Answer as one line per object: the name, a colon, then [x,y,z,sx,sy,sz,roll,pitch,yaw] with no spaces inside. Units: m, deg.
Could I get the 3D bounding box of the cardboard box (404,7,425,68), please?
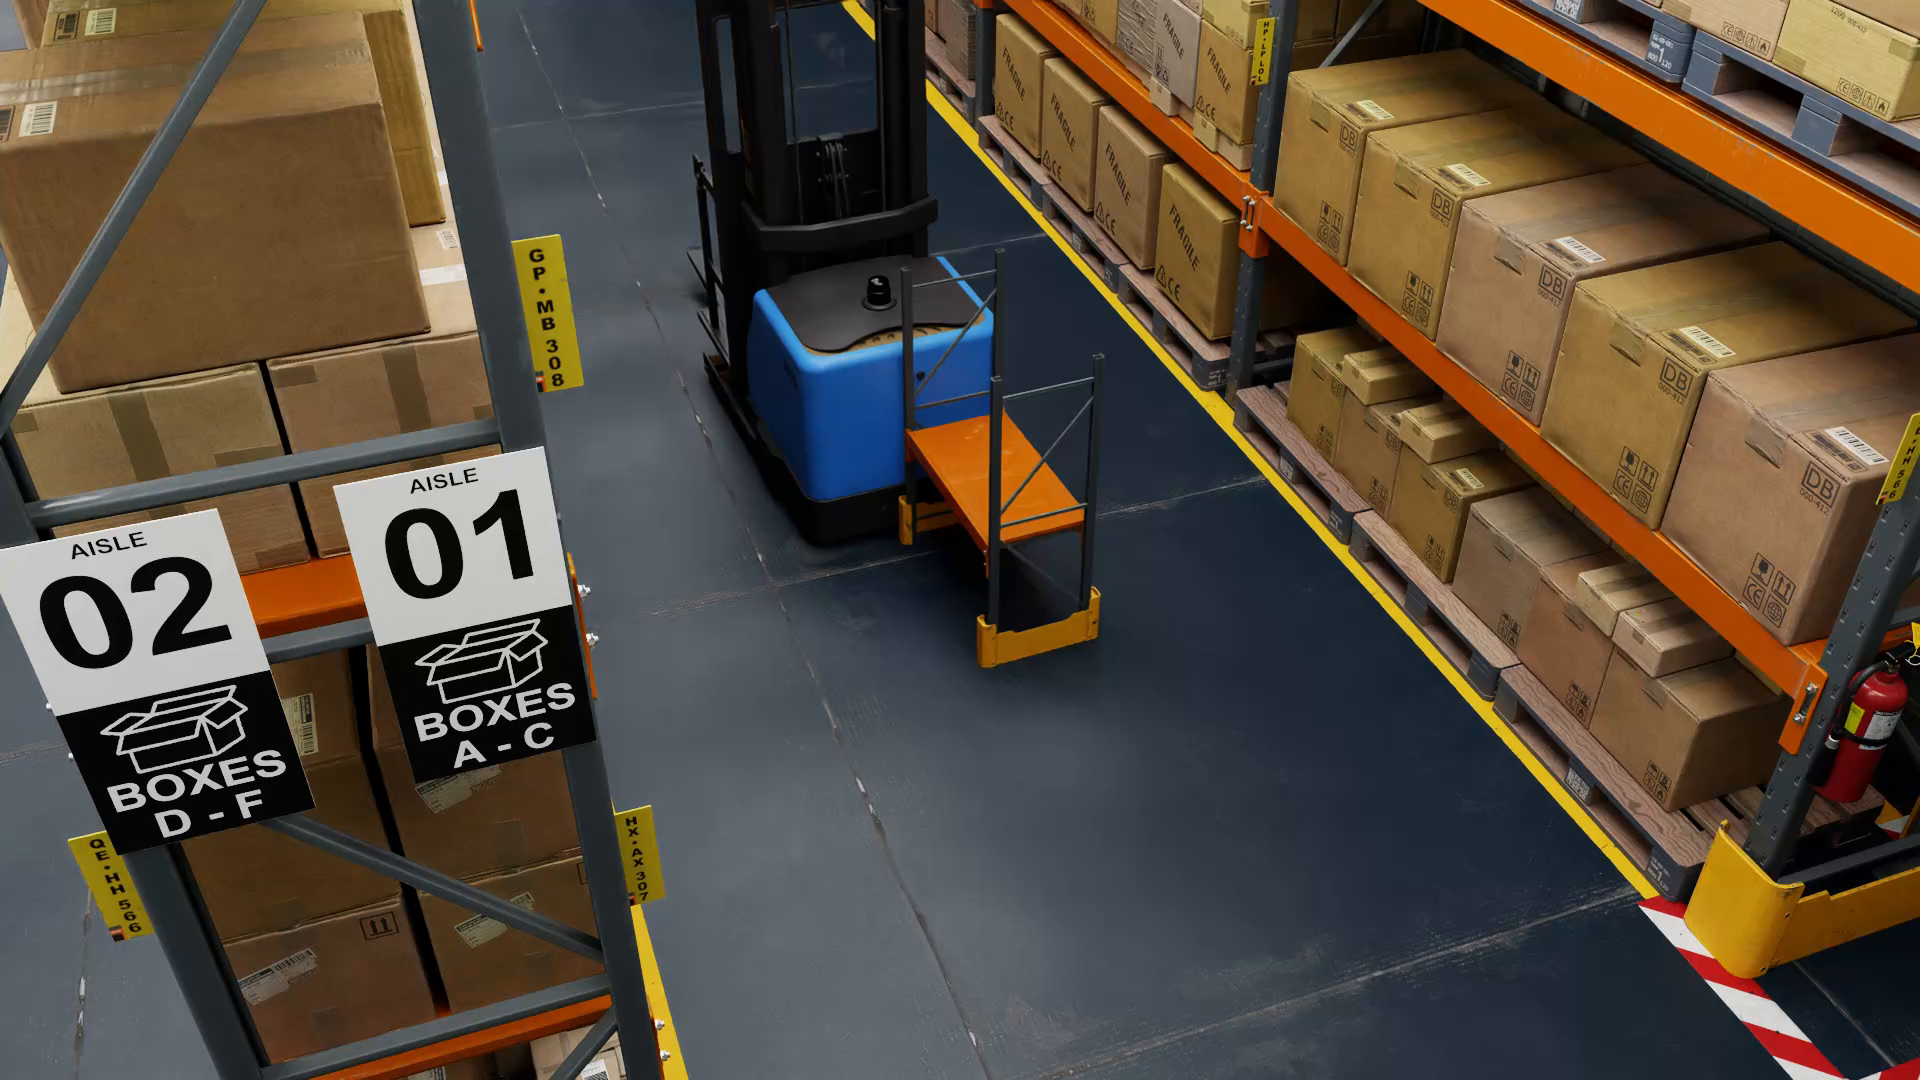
cardboard box: [-1.740,-1.296,4.754,0.500,0.250,0.500,-12,39,-16]

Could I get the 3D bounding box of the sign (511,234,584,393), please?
sign: [-0.787,-0.425,3.162,0.100,0.325,0.005,-12,39,-16]

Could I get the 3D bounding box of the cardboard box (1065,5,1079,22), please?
cardboard box: [0.887,-3.413,10.541,0.380,0.149,0.250,-12,39,-15]

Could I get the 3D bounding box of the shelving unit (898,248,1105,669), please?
shelving unit: [0.168,-0.379,7.567,0.587,1.500,1.083,-14,39,-18]

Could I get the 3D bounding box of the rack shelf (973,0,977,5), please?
rack shelf: [-0.088,-5.155,13.259,1.077,0.370,4.000,-12,39,-16]

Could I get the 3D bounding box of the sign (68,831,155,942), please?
sign: [-1.824,0.749,3.598,0.100,0.325,0.005,-12,39,-16]

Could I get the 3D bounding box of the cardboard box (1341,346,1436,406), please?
cardboard box: [2.085,-0.807,8.077,0.380,0.149,0.250,-11,38,-14]

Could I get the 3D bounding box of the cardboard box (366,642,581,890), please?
cardboard box: [-1.201,0.490,4.253,0.500,0.500,0.500,-11,38,-15]

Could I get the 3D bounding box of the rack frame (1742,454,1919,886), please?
rack frame: [3.354,0.207,5.543,1.000,3.000,0.127,-12,39,-16]

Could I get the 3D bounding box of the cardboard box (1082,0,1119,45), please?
cardboard box: [1.055,-3.281,9.826,0.500,0.500,0.500,-11,38,-15]

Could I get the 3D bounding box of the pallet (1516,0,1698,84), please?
pallet: [2.665,-2.063,6.137,1.003,0.211,1.213,-12,39,-16]

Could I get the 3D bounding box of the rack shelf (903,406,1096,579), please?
rack shelf: [0.164,-0.240,7.682,0.538,0.185,1.000,-14,39,-18]

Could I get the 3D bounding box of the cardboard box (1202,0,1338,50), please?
cardboard box: [1.576,-2.730,8.472,0.500,0.250,0.500,-12,38,-15]

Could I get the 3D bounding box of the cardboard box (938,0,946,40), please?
cardboard box: [0.236,-4.201,13.106,0.700,0.500,0.500,-13,39,-16]

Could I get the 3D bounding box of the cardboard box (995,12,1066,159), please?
cardboard box: [0.730,-3.179,11.476,0.750,0.750,0.750,-13,39,-17]

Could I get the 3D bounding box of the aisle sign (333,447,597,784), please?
aisle sign: [-0.997,0.174,3.426,0.394,0.787,0.004,-12,39,-16]

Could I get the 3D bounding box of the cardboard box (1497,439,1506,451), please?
cardboard box: [2.635,-0.572,7.766,0.380,0.149,0.250,-12,39,-15]

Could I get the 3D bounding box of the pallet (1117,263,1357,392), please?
pallet: [1.641,-1.360,9.940,1.003,0.211,1.213,-12,39,-16]

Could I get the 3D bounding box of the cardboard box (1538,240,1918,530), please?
cardboard box: [2.908,-0.608,6.375,0.980,0.700,0.700,-13,39,-16]

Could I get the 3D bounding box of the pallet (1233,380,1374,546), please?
pallet: [2.165,-0.493,8.790,1.003,0.211,1.213,-12,39,-16]

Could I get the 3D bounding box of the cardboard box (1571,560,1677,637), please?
cardboard box: [2.715,0.224,6.709,0.380,0.149,0.250,-11,38,-15]

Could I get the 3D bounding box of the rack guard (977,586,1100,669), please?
rack guard: [0.358,0.398,7.575,0.587,0.250,0.087,-14,39,-18]

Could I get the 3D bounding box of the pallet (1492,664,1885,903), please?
pallet: [3.005,0.885,6.960,1.003,0.211,1.213,-12,39,-16]

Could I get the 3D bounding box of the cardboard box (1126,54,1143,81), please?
cardboard box: [1.199,-2.820,9.753,0.380,0.149,0.250,-13,39,-17]

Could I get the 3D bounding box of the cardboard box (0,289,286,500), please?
cardboard box: [-1.713,-0.341,3.486,0.500,0.250,0.500,-12,39,-16]

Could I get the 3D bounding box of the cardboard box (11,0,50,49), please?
cardboard box: [-1.854,-1.250,4.070,0.700,0.500,0.500,-12,39,-16]

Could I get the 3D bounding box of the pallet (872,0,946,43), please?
pallet: [-0.083,-4.329,13.882,1.003,0.211,1.213,-12,39,-16]

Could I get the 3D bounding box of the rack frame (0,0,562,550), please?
rack frame: [-1.296,-1.162,2.374,1.000,3.000,0.127,-12,39,-16]

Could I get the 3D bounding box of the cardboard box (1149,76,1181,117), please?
cardboard box: [1.293,-2.523,9.360,0.380,0.149,0.250,-12,39,-16]

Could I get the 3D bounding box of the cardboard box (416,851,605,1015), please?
cardboard box: [-1.201,0.889,4.554,0.500,0.500,0.500,-12,39,-15]

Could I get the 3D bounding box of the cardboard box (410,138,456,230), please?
cardboard box: [-1.394,-0.732,4.005,0.500,0.250,0.500,-12,39,-16]

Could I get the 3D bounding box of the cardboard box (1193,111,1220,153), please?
cardboard box: [1.486,-2.231,8.971,0.380,0.149,0.250,-12,39,-15]

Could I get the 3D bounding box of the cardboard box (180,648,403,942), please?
cardboard box: [-1.708,0.600,4.106,0.500,0.500,0.500,-13,39,-16]

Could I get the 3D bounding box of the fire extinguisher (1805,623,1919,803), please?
fire extinguisher: [2.972,0.567,5.439,0.296,0.674,0.183,-12,39,-16]

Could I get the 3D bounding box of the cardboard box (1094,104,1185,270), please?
cardboard box: [1.323,-2.204,10.181,0.750,0.750,0.750,-11,38,-15]

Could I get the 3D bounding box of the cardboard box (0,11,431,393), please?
cardboard box: [-1.488,-0.690,3.326,0.700,0.500,0.500,-12,39,-16]

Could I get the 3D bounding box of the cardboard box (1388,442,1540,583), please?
cardboard box: [2.482,-0.204,7.816,0.700,0.500,0.500,-12,39,-15]

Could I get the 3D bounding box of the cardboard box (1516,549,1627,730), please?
cardboard box: [2.846,0.380,7.041,0.700,0.500,0.500,-13,39,-16]

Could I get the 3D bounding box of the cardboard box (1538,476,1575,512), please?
cardboard box: [2.812,-0.283,7.383,0.380,0.149,0.250,-12,39,-15]

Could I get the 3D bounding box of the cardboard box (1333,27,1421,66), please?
cardboard box: [2.055,-2.532,8.832,0.500,0.500,0.500,-14,39,-17]

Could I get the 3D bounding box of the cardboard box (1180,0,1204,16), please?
cardboard box: [1.409,-3.021,8.858,0.500,0.250,0.500,-12,39,-15]

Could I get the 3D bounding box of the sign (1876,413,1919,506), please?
sign: [2.839,-0.246,4.985,0.100,0.325,0.005,-12,39,-16]

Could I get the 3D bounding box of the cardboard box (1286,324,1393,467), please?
cardboard box: [2.138,-0.779,8.580,0.700,0.500,0.500,-12,39,-15]

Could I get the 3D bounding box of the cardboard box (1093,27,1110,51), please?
cardboard box: [1.034,-3.122,10.154,0.380,0.149,0.250,-12,39,-16]

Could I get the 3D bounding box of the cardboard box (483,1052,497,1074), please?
cardboard box: [-1.770,1.687,5.567,0.380,0.166,0.250,-12,39,-16]

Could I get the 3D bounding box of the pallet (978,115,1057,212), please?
pallet: [0.801,-2.738,11.770,1.003,0.211,1.213,-12,39,-16]

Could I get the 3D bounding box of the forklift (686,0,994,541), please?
forklift: [-0.813,-2.049,8.595,1.130,2.935,3.031,-14,39,-18]

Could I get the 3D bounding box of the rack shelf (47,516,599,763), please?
rack shelf: [-1.985,-0.806,4.993,1.077,0.370,4.000,-12,39,-16]

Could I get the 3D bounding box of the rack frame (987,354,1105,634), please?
rack frame: [0.358,-0.101,7.198,0.500,1.500,0.032,-14,39,-18]

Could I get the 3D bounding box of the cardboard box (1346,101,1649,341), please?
cardboard box: [2.394,-1.450,7.492,0.980,0.700,0.700,-13,39,-17]

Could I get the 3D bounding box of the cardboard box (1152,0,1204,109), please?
cardboard box: [1.397,-2.715,9.074,0.500,0.500,0.500,-12,39,-16]

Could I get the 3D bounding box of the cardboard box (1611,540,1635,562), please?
cardboard box: [2.989,0.005,7.000,0.380,0.149,0.250,-12,39,-16]

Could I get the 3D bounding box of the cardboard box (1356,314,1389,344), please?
cardboard box: [2.275,-1.161,8.548,0.380,0.149,0.250,-13,39,-16]

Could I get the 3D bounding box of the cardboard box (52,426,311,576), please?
cardboard box: [-1.721,-0.140,3.634,0.500,0.250,0.500,-12,39,-16]

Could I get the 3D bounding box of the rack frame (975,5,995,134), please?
rack frame: [0.601,-4.313,11.543,1.000,3.000,0.127,-12,39,-16]

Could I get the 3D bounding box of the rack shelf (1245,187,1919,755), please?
rack shelf: [2.665,-0.636,7.259,1.077,0.370,4.000,-12,39,-16]

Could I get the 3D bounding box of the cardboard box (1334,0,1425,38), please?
cardboard box: [2.063,-2.833,8.608,0.500,0.250,0.500,-11,38,-15]

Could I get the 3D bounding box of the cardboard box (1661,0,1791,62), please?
cardboard box: [2.672,-1.792,5.396,0.500,0.250,0.500,-14,39,-18]

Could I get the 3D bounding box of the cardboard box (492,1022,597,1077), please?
cardboard box: [-1.389,1.509,5.734,0.500,0.250,0.500,-12,39,-16]
